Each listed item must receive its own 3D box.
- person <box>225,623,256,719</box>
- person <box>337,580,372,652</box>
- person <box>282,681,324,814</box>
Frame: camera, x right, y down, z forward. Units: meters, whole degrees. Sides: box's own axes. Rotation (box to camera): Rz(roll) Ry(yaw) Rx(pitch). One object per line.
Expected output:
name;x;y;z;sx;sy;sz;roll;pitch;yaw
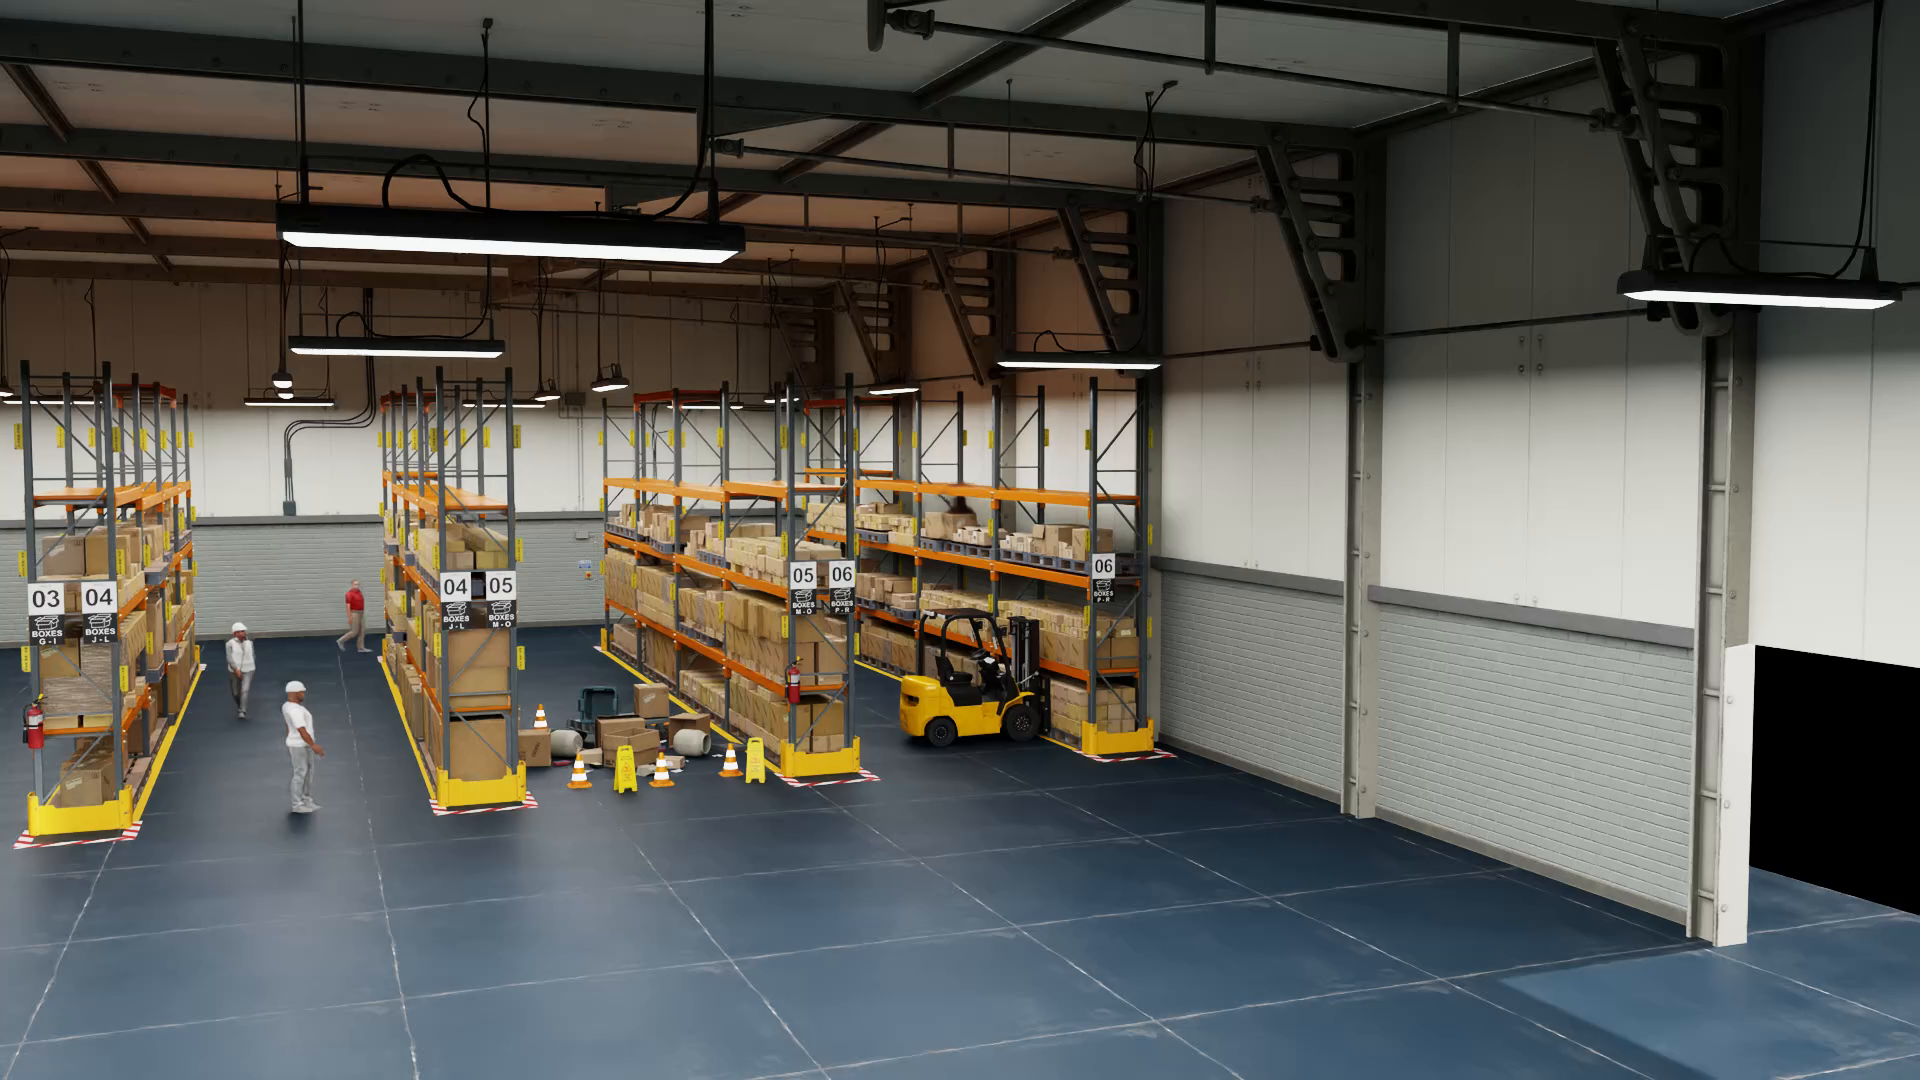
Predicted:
person;-12.978;2.352;29.980;0.481;1.712;0.990;-1;4;-15
person;-14.202;1.786;38.988;0.717;1.715;0.540;0;3;2
person;-8.816;2.787;22.375;0.620;1.798;0.614;0;3;-4
